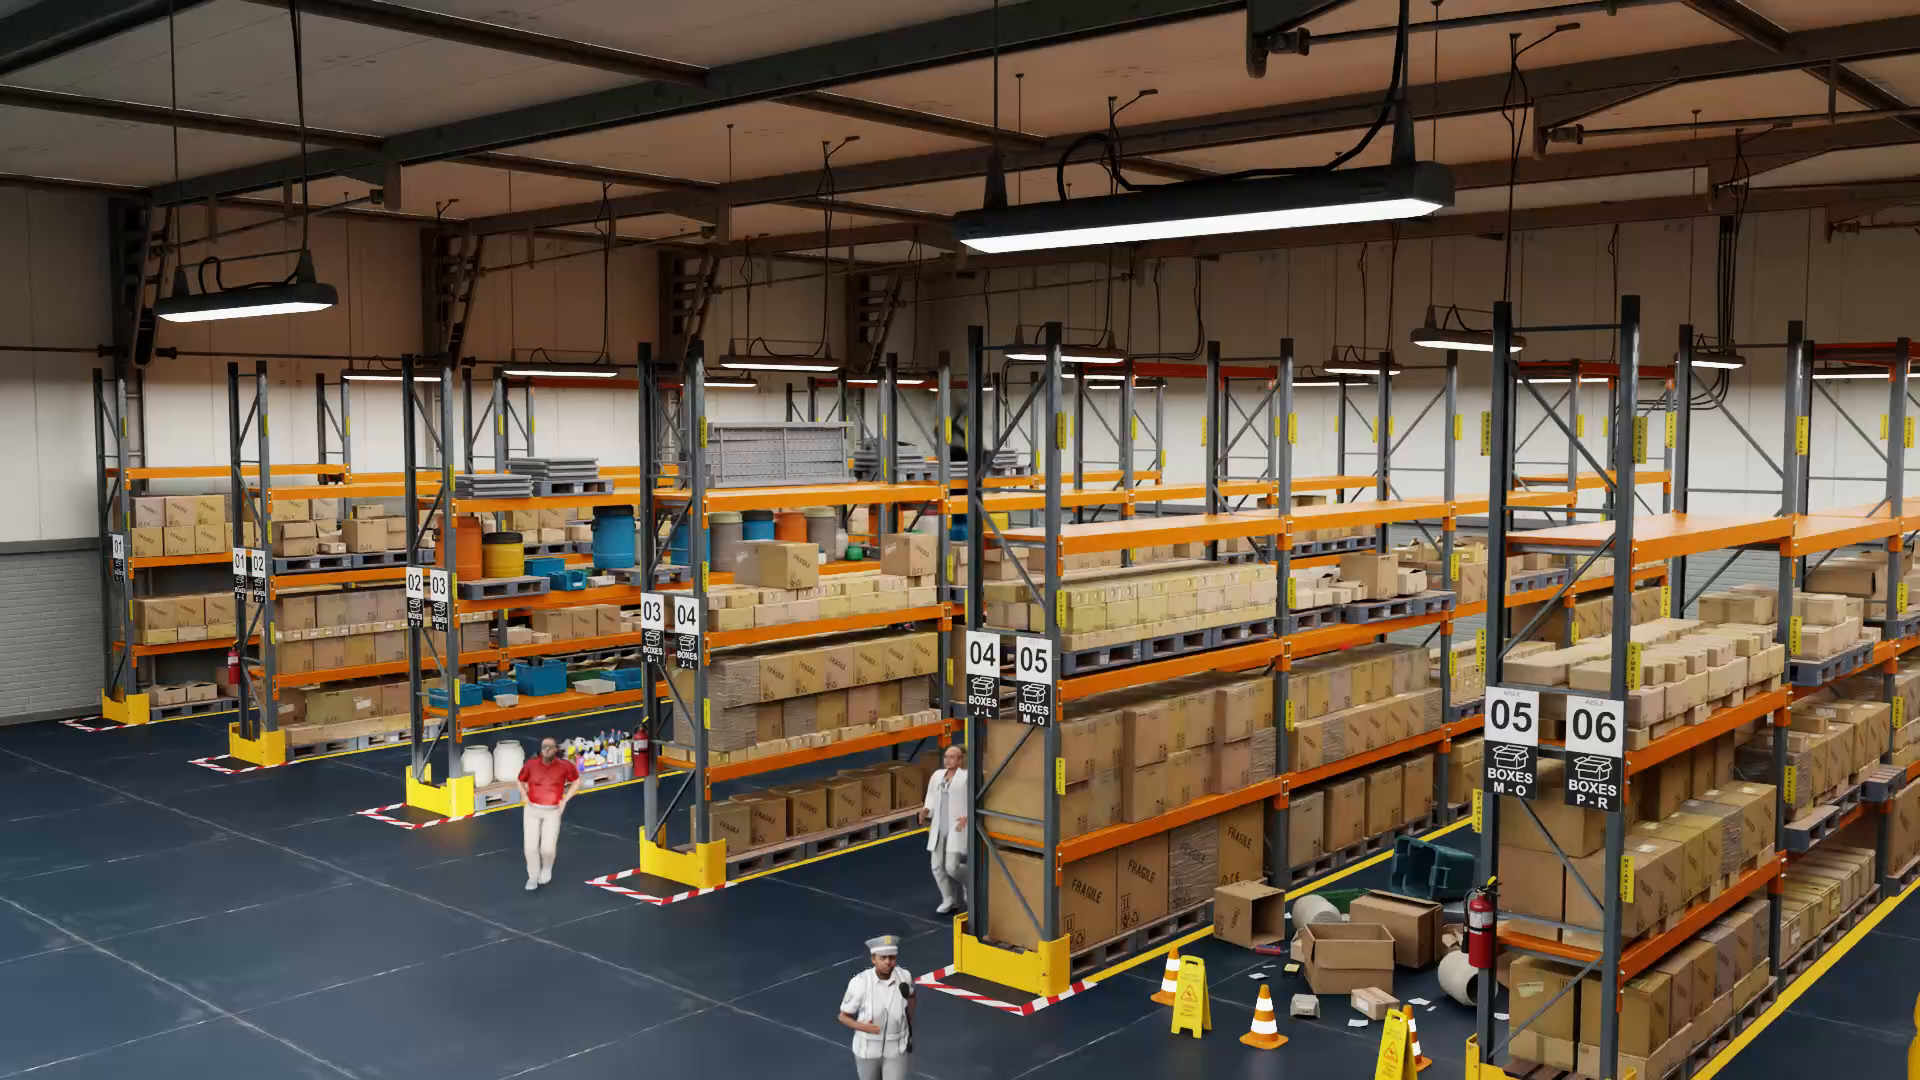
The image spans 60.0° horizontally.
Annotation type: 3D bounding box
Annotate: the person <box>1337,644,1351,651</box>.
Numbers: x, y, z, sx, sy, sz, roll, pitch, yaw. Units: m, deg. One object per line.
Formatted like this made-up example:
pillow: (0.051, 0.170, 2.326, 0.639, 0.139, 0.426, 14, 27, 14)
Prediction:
person: (5.837, 2.439, 25.191, 0.707, 1.742, 0.624, 3, 5, 37)

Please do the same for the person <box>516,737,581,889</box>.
person: (-4.524, 2.991, 18.180, 0.675, 1.674, 0.623, 0, 4, -2)

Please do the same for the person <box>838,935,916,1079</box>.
person: (-0.552, 3.497, 11.271, 0.554, 1.749, 0.809, -1, 4, -7)

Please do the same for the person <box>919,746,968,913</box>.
person: (-0.095, 3.019, 17.382, 0.706, 1.725, 0.663, 2, 5, 30)
